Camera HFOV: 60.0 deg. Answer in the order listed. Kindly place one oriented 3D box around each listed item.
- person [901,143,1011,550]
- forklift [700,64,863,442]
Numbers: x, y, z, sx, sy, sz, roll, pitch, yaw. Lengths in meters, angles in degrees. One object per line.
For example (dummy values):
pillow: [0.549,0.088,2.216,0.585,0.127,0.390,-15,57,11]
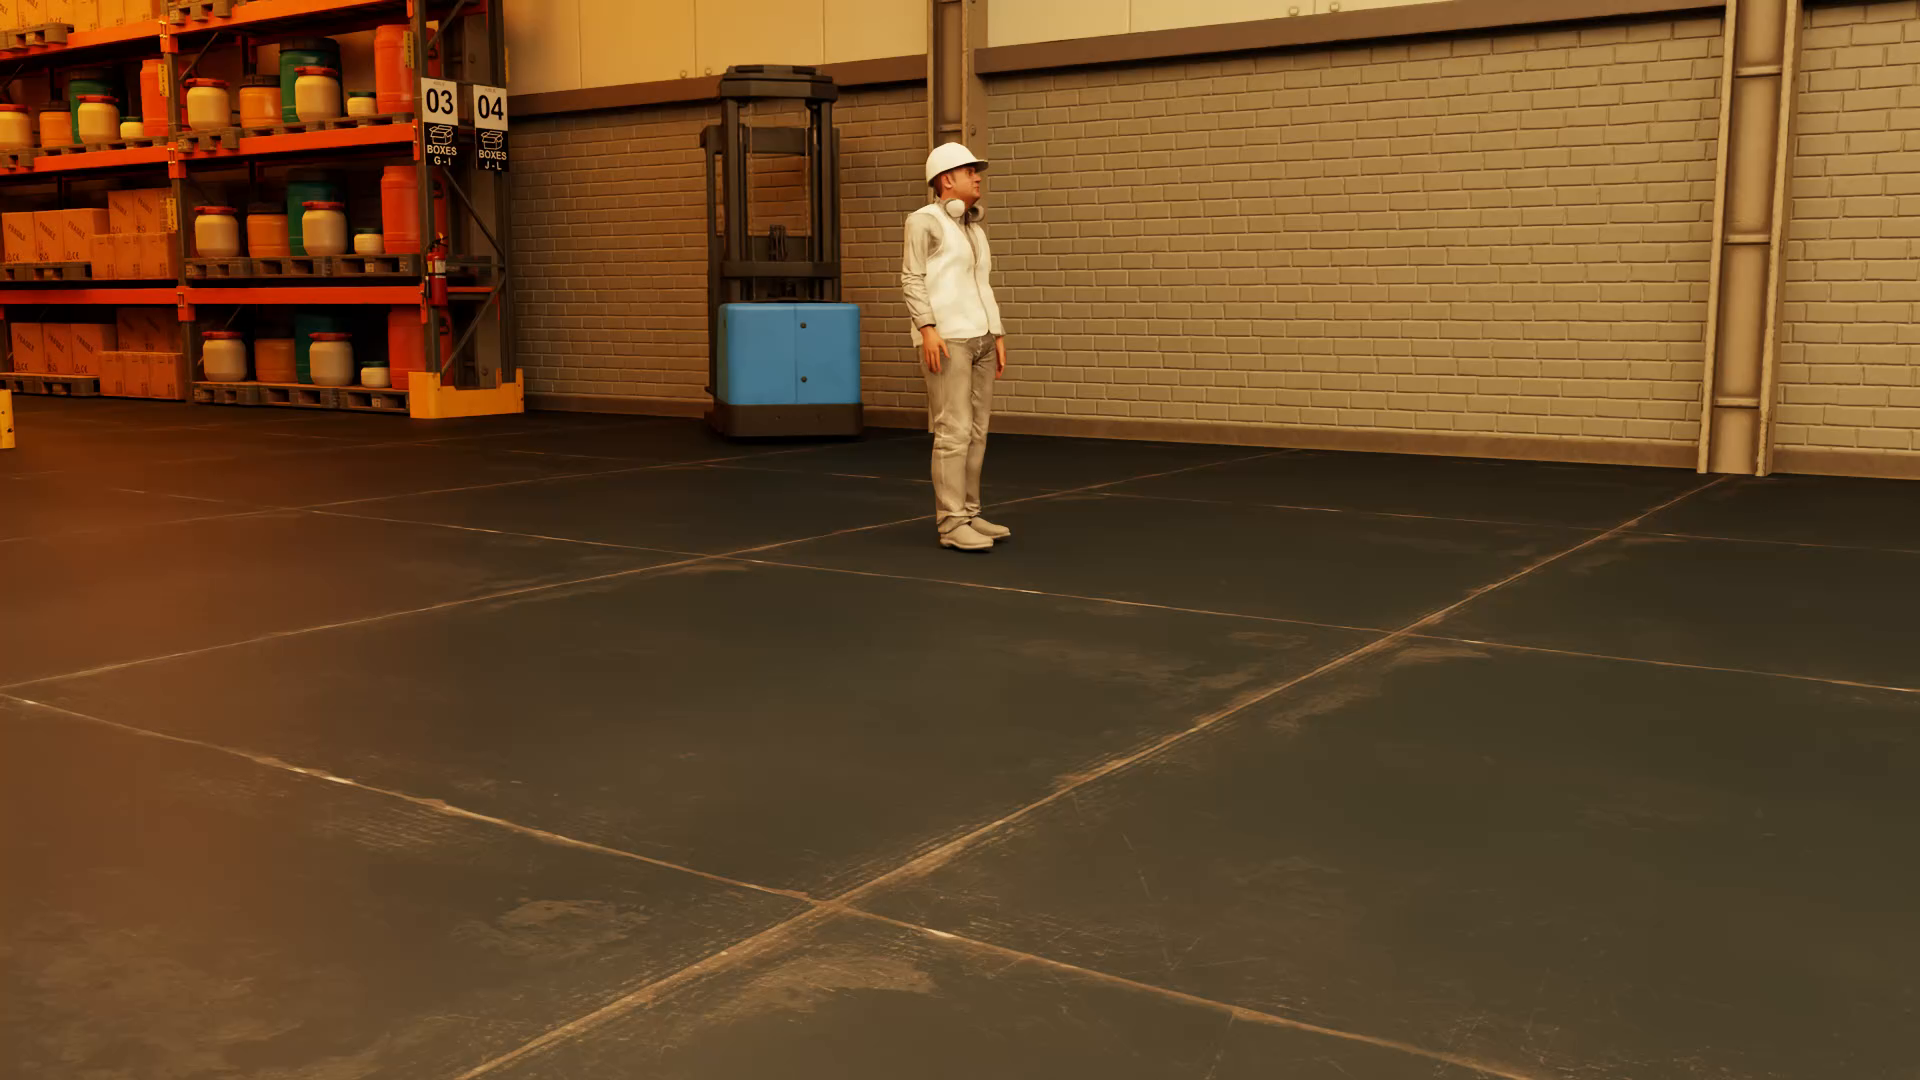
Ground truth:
person: [0.047,-0.880,7.437,0.568,1.773,0.632,5,10,34]
forklift: [-1.581,-2.381,13.937,1.130,2.935,3.031,-2,8,-13]
